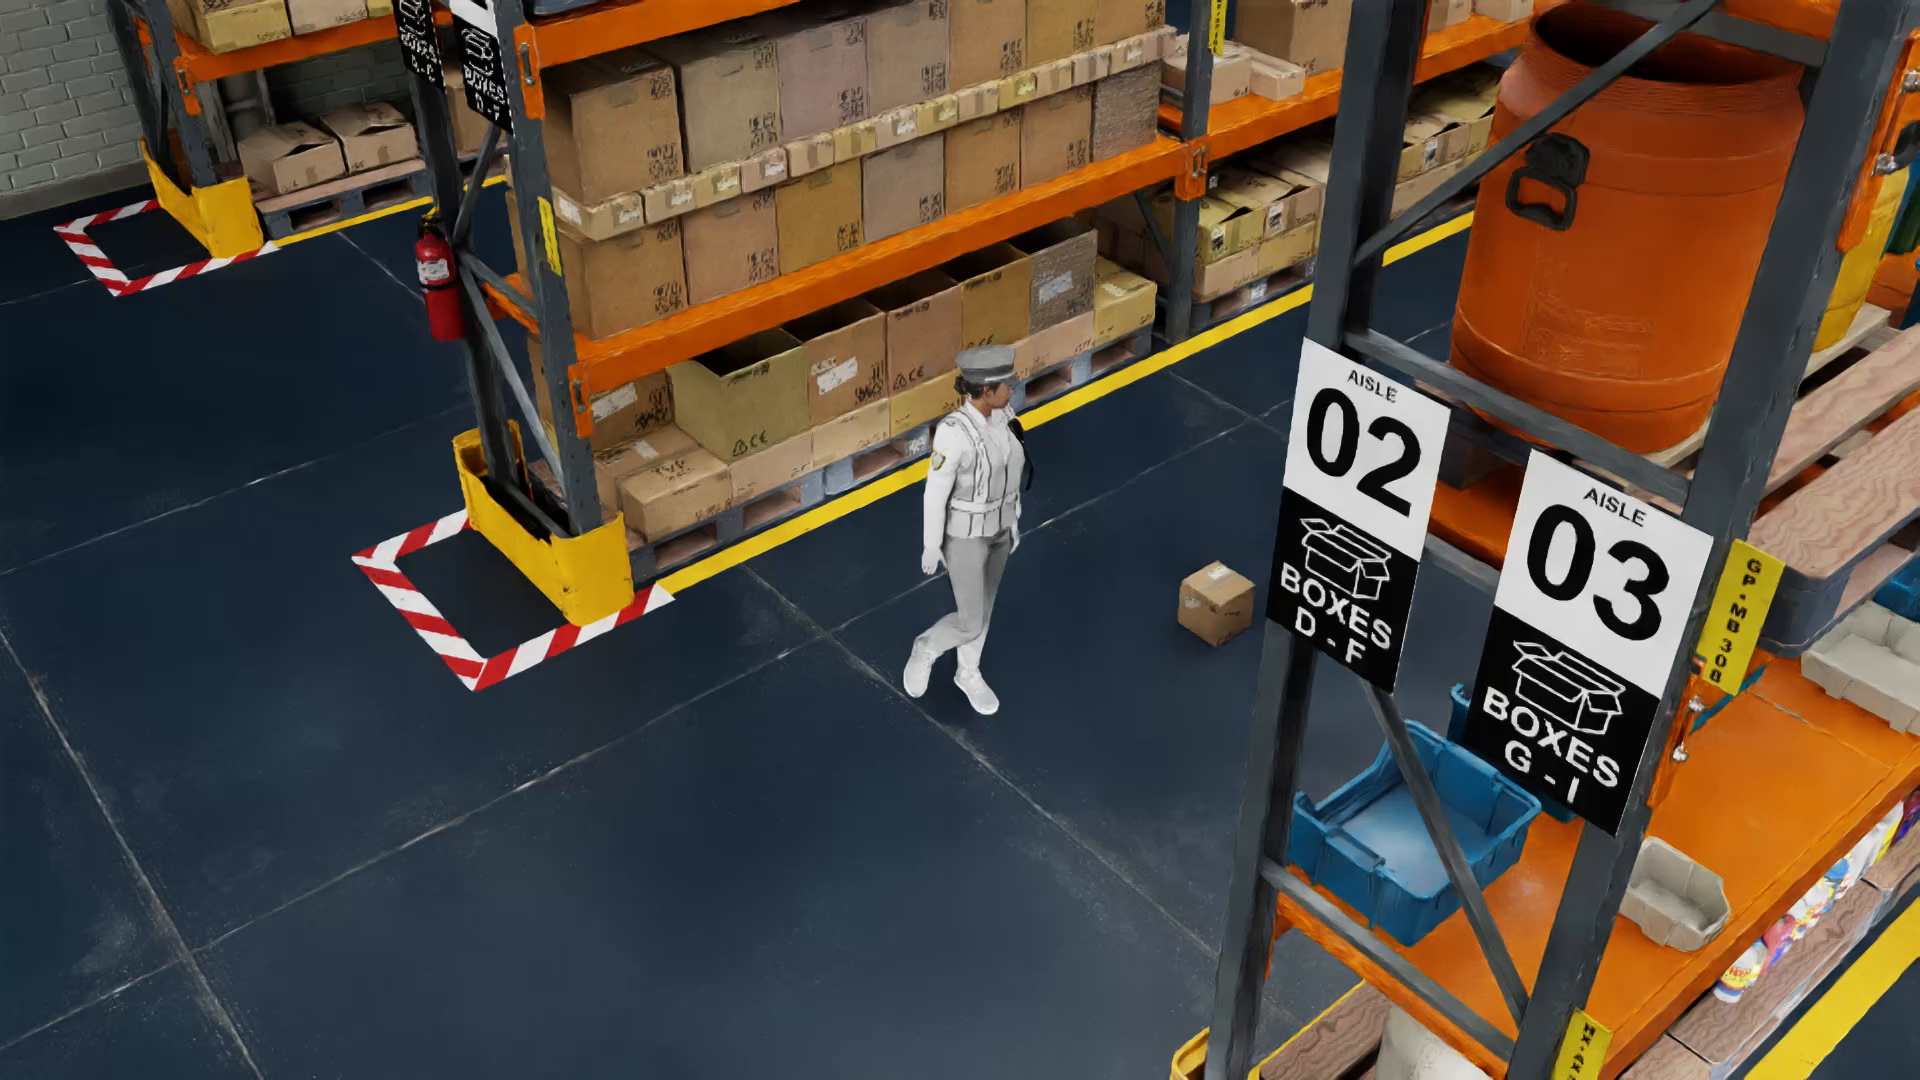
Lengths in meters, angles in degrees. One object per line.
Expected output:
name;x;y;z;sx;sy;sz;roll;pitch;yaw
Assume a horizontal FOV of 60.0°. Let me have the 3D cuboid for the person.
person;0.055;-0.020;7.088;0.424;1.667;0.607;27;44;32
